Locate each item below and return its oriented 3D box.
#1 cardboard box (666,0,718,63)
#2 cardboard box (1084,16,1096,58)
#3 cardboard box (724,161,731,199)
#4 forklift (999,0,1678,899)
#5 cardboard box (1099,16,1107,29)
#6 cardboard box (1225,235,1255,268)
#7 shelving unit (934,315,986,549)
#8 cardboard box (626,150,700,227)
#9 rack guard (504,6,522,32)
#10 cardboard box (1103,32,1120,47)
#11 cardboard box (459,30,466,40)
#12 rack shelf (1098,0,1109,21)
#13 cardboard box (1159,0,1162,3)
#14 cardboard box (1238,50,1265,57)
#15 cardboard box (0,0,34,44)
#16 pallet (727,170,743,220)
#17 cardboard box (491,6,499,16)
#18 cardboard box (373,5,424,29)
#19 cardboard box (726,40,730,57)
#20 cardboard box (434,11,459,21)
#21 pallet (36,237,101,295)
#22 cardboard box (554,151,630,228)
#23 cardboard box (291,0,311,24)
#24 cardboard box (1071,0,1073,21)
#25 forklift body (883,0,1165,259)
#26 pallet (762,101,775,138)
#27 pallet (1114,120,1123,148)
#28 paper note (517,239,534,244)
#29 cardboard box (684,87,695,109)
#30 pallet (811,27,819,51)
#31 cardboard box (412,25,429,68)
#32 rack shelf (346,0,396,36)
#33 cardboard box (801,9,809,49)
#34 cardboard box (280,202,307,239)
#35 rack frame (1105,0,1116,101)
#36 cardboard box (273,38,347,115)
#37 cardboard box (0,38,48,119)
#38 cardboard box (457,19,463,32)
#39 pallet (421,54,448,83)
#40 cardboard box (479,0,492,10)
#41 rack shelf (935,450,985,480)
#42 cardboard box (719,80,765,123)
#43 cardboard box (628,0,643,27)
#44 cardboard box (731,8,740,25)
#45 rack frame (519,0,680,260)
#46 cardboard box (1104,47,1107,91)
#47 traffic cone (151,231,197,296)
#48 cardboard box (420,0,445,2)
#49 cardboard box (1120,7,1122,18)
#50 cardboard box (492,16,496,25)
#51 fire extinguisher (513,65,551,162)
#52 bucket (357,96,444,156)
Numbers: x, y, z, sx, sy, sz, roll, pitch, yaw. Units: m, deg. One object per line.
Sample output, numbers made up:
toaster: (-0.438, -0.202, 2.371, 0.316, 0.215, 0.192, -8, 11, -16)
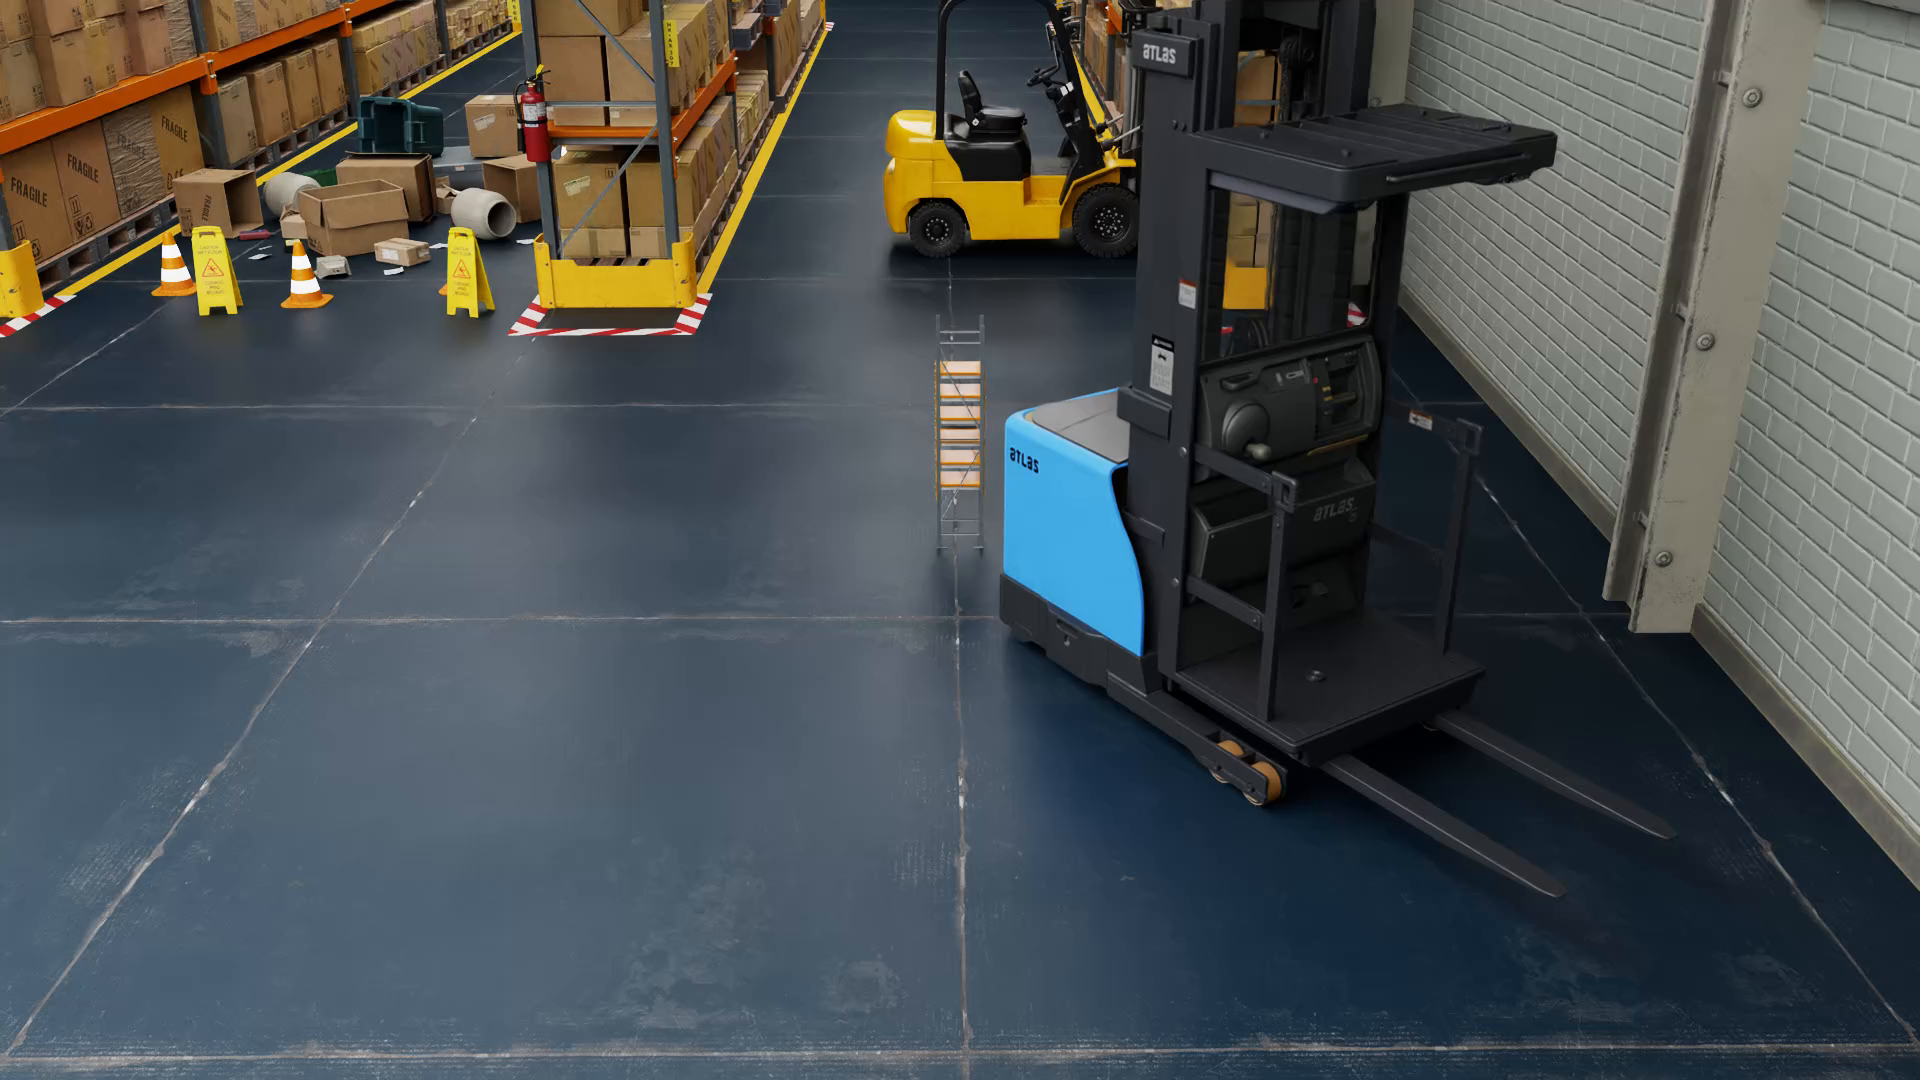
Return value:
cardboard box: (-2.389, -4.394, 14.343, 0.500, 0.500, 0.500, 0, 24, 1)
cardboard box: (1.991, -6.993, 23.096, 0.500, 0.500, 0.500, 1, 24, 2)
cardboard box: (-2.374, -3.297, 15.228, 0.500, 0.250, 0.500, -1, 24, -2)
forklift: (1.426, -0.528, 6.362, 1.130, 2.935, 3.031, -16, 29, -31)
cardboard box: (2.025, -6.802, 21.887, 0.380, 0.149, 0.250, 1, 24, 1)
cardboard box: (2.020, -2.327, 13.082, 0.500, 0.250, 0.500, 0, 24, 0)
shelving unit: (0.000, -0.541, 8.490, 0.258, 1.200, 0.189, 0, 24, -1)
cardboard box: (-2.355, -2.796, 13.209, 0.500, 0.500, 0.500, -1, 24, -2)
rack guard: (-7.744, -8.531, 27.007, 1.175, 0.500, 0.348, 0, 24, -1)
cardboard box: (1.962, -6.156, 20.457, 0.380, 0.149, 0.250, -1, 24, -3)
cardboard box: (-7.494, -7.413, 24.451, 0.380, 0.149, 0.250, -1, 24, -2)
rack shelf: (2.232, -6.989, 21.436, 1.077, 0.370, 4.000, 0, 24, -1)
cardboard box: (2.038, -5.053, 15.374, 0.380, 0.149, 0.250, -1, 24, -1)
cardboard box: (2.058, -3.679, 12.336, 0.380, 0.149, 0.250, 0, 24, 0)
cardboard box: (-7.634, -4.048, 12.568, 0.875, 0.550, 0.550, 0, 24, -1)
pallet: (-2.623, -3.274, 15.732, 1.003, 0.211, 1.213, 0, 24, -1)
cardboard box: (-7.446, -8.299, 26.049, 0.380, 0.149, 0.250, -1, 24, -3)
cardboard box: (-7.448, -6.930, 22.046, 0.500, 0.250, 0.500, 1, 24, 2)
cardboard box: (-2.357, -4.575, 15.531, 0.380, 0.149, 0.250, -1, 24, -1)
cardboard box: (-7.494, -7.577, 24.092, 0.380, 0.149, 0.250, -1, 24, -1)
pallet: (-7.657, -2.167, 13.286, 1.003, 0.211, 1.213, 0, 24, -1)
cardboard box: (-2.891, -2.782, 13.177, 0.500, 0.500, 0.500, 0, 24, 0)
cardboard box: (-7.375, -5.855, 17.934, 0.500, 0.500, 0.500, -1, 24, -1)
cardboard box: (1.955, -8.019, 25.363, 0.500, 0.500, 0.500, 0, 24, 0)
forklift body: (0.497, -3.583, 14.062, 2.313, 2.155, 1.214, 0, 24, -1)
pallet: (-2.702, -4.876, 19.276, 1.003, 0.211, 1.213, 0, 24, -1)
pallet: (2.235, -4.381, 18.181, 1.003, 0.211, 1.213, 0, 24, -1)
paper note: (-3.777, -2.602, 14.466, 0.142, 0.019, 0.148, -9, 26, -19)
cardboard box: (-2.314, -3.517, 13.192, 0.380, 0.149, 0.250, 0, 24, 0)
pallet: (-2.699, -7.664, 25.440, 1.003, 0.211, 1.213, 0, 24, -1)
cardboard box: (-7.436, -6.591, 22.206, 0.500, 0.500, 0.500, -1, 24, -2)
rack shelf: (-7.680, -6.901, 21.242, 1.077, 0.370, 4.000, 0, 24, -1)
cardboard box: (-2.652, -7.400, 24.072, 0.875, 0.438, 0.875, -1, 24, -1)
cardboard box: (-5.754, -2.811, 14.643, 0.396, 0.266, 0.258, 4, 25, 9)
rack frame: (2.254, -6.493, 19.466, 1.000, 3.000, 0.127, 0, 24, -1)
cardboard box: (-7.741, -5.320, 19.093, 1.050, 0.750, 0.750, -1, 24, -1)
cardboard box: (-7.648, -3.556, 12.791, 0.875, 0.550, 0.550, 0, 24, -1)
cardboard box: (-7.517, -7.547, 24.387, 0.380, 0.149, 0.250, -1, 24, -3)
pallet: (-7.691, -6.462, 22.782, 1.003, 0.211, 1.213, 0, 24, -1)
cardboard box: (-7.413, -8.221, 25.514, 0.380, 0.149, 0.250, 1, 24, 1)
rack shelf: (0.000, -0.391, 8.557, 0.258, 0.103, 0.180, 0, 24, -1)
cardboard box: (-2.697, -4.926, 18.681, 0.950, 0.372, 0.625, -1, 24, -2)
cardboard box: (-2.844, -4.227, 12.761, 0.700, 0.500, 0.500, 0, 24, 0)
cardboard box: (-2.356, -5.127, 16.241, 0.380, 0.149, 0.250, 0, 24, 0)
rack frame: (-2.622, -3.173, 12.125, 1.000, 3.000, 0.127, 0, 24, -1)
cardboard box: (2.035, -5.719, 20.278, 0.500, 0.500, 0.500, 0, 24, 1)
traffic cone: (-6.156, -2.178, 13.004, 0.336, 0.463, 0.334, 0, 24, -1)
cardboard box: (-8.045, -8.105, 25.259, 0.380, 0.149, 0.250, 0, 24, 0)
cardboard box: (2.028, -5.821, 18.163, 0.500, 0.250, 0.500, -1, 24, -2)
cardboard box: (-7.510, -8.163, 26.109, 0.380, 0.149, 0.250, 0, 24, -1)
fire extinguisher: (-3.081, -3.088, 12.032, 0.296, 0.674, 0.183, 0, 24, -1)
bucket: (-5.307, -3.912, 15.888, 0.726, 0.611, 0.620, 8, 16, 18)
